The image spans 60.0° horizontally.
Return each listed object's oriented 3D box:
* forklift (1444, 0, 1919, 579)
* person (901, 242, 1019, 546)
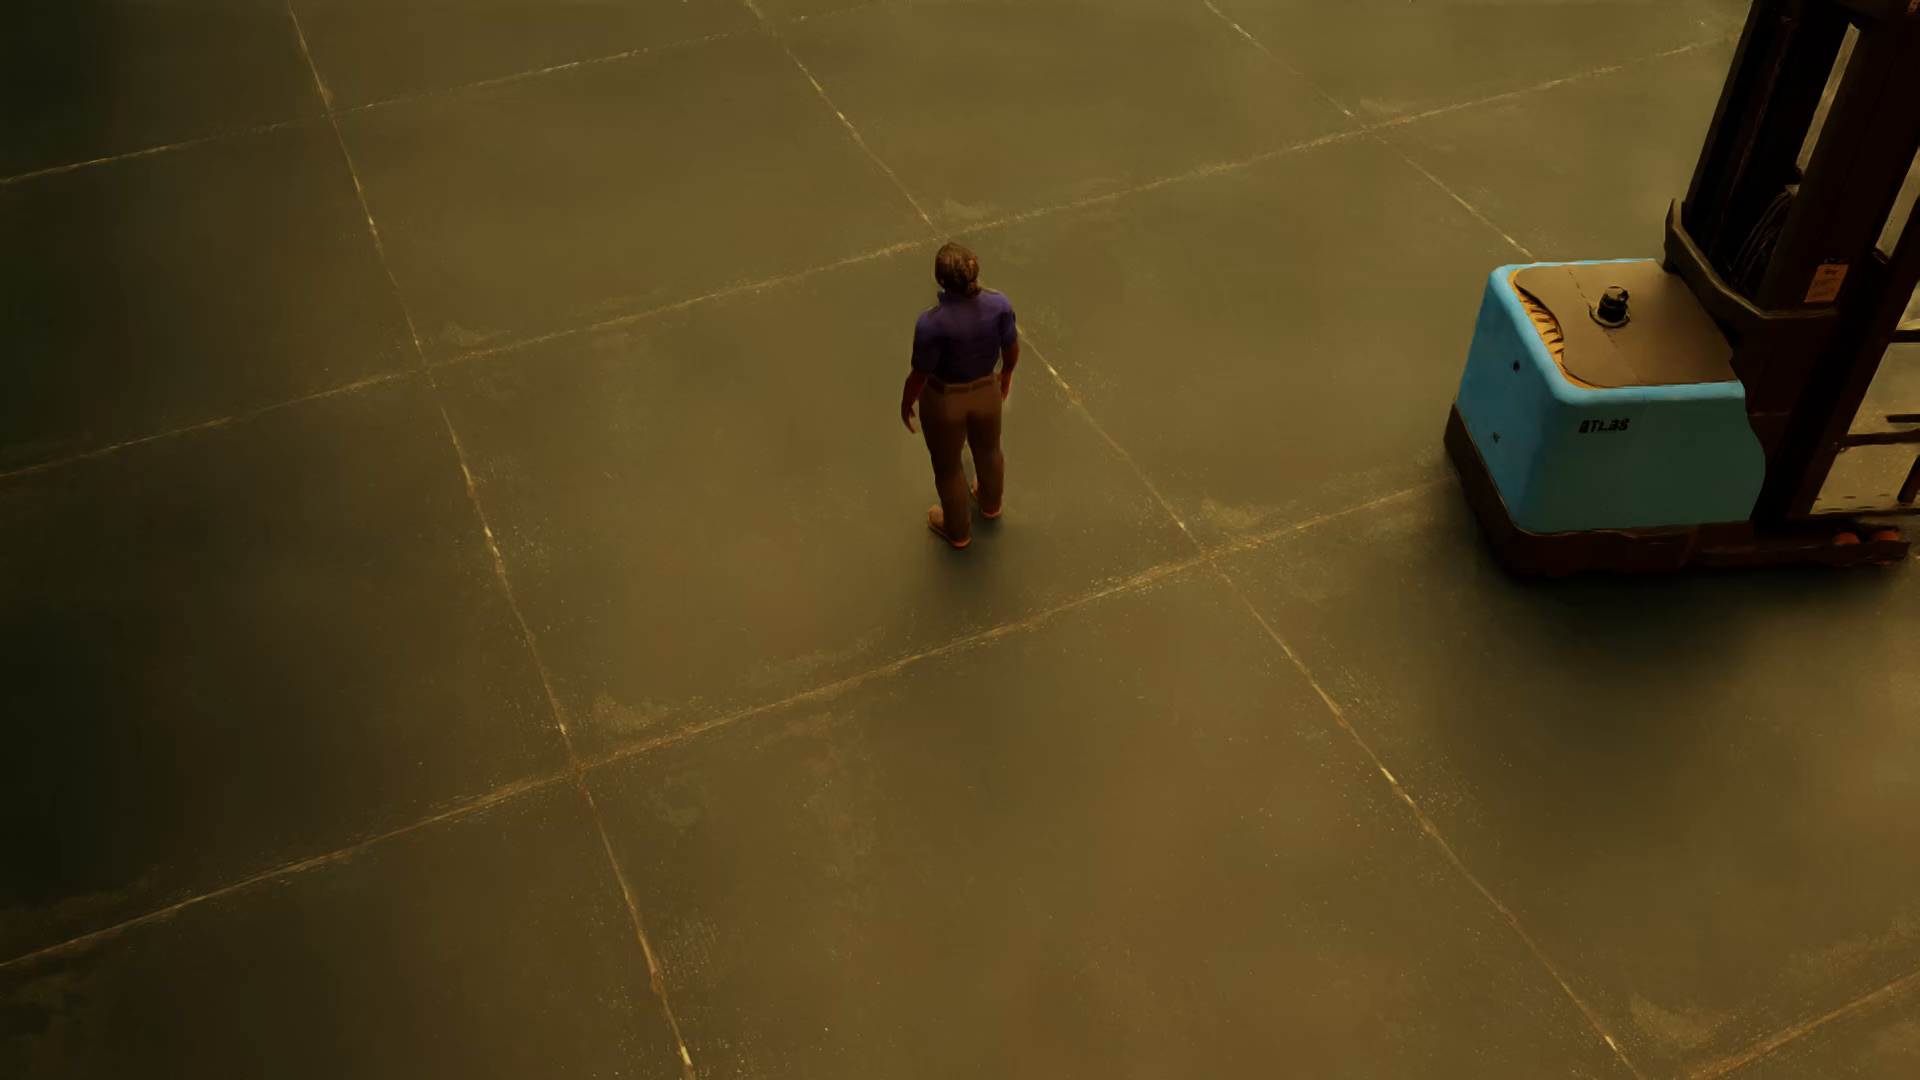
[{"bbox_3d":[3.946,-1.305,7.079,3.031,2.935,1.130,-3,43,-4],"label":"forklift"},{"bbox_3d":[-0.019,-0.665,7.328,0.570,1.641,0.503,-18,46,-18],"label":"person"}]
